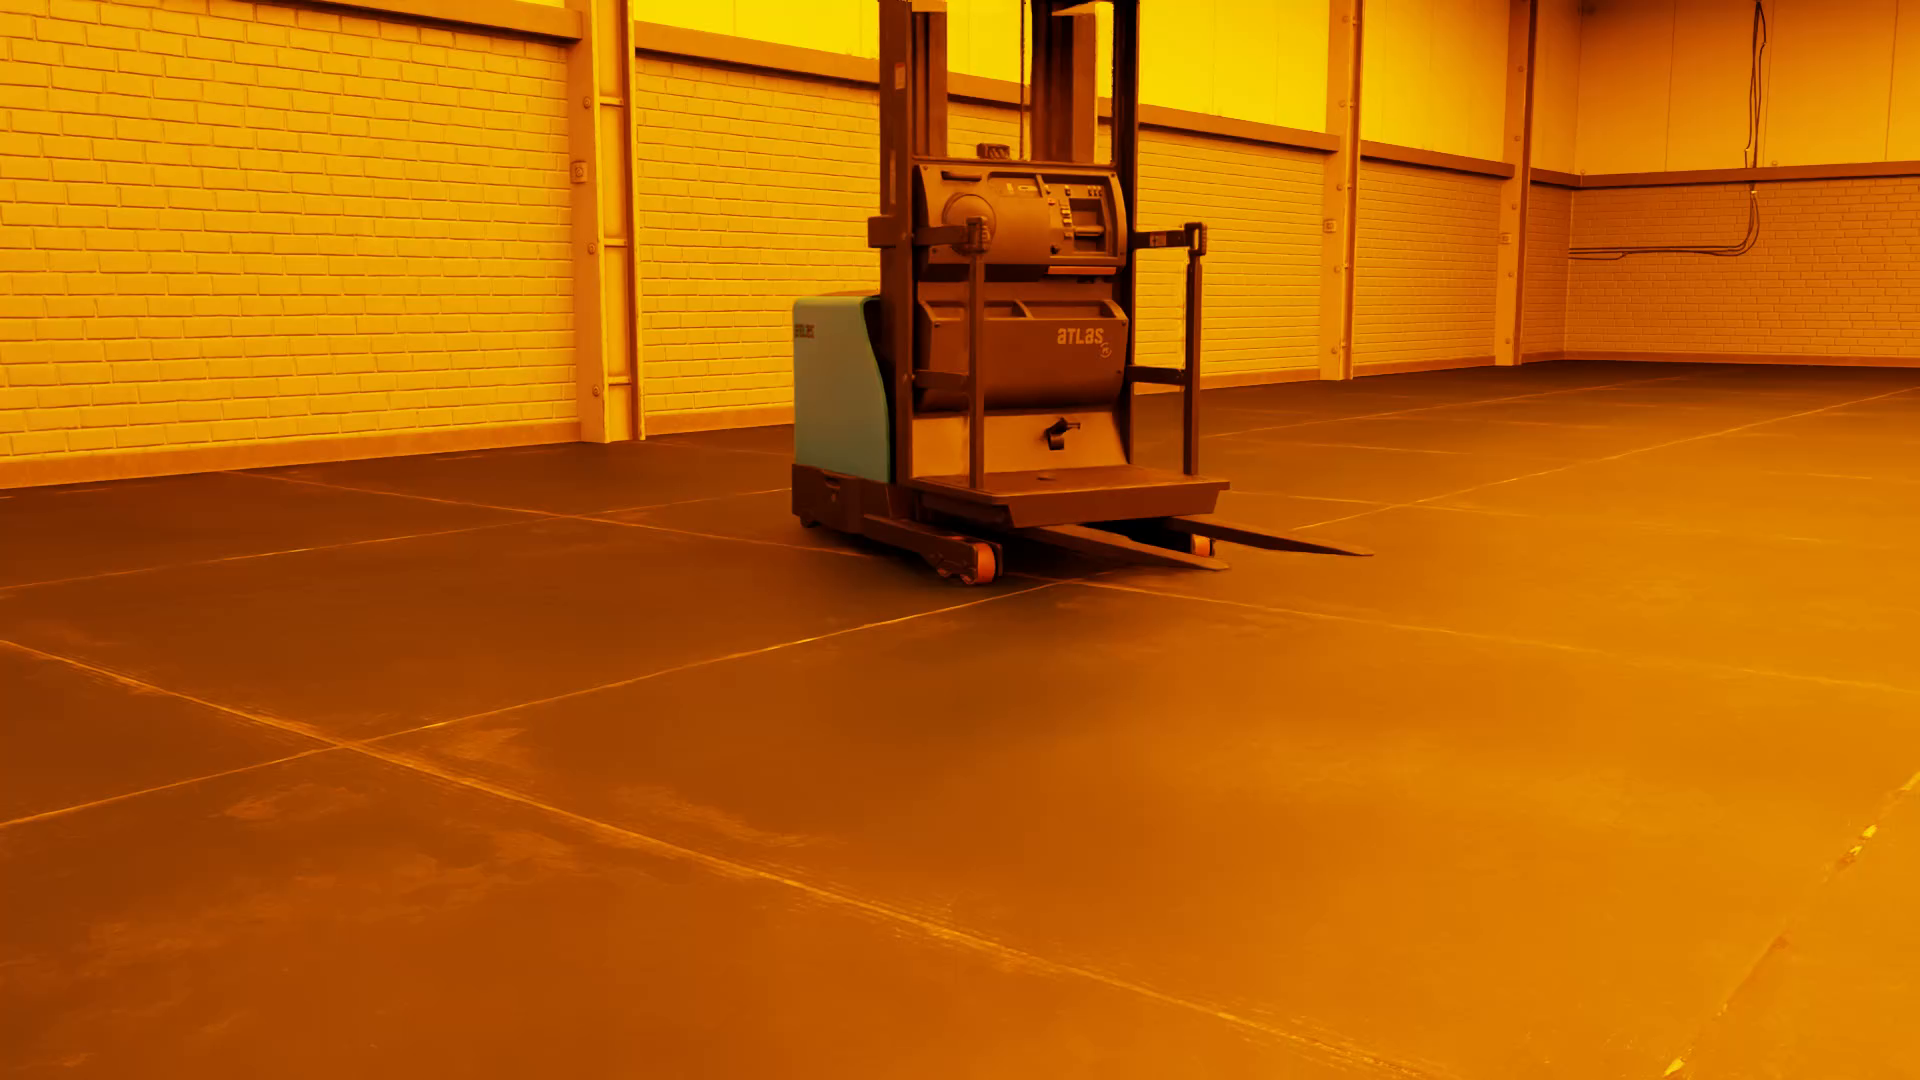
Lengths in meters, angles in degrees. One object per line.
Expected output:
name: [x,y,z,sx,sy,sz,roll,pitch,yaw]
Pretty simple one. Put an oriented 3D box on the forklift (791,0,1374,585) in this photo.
forklift: [0.366,-1.354,6.533,1.130,2.935,3.031,-5,9,-28]
